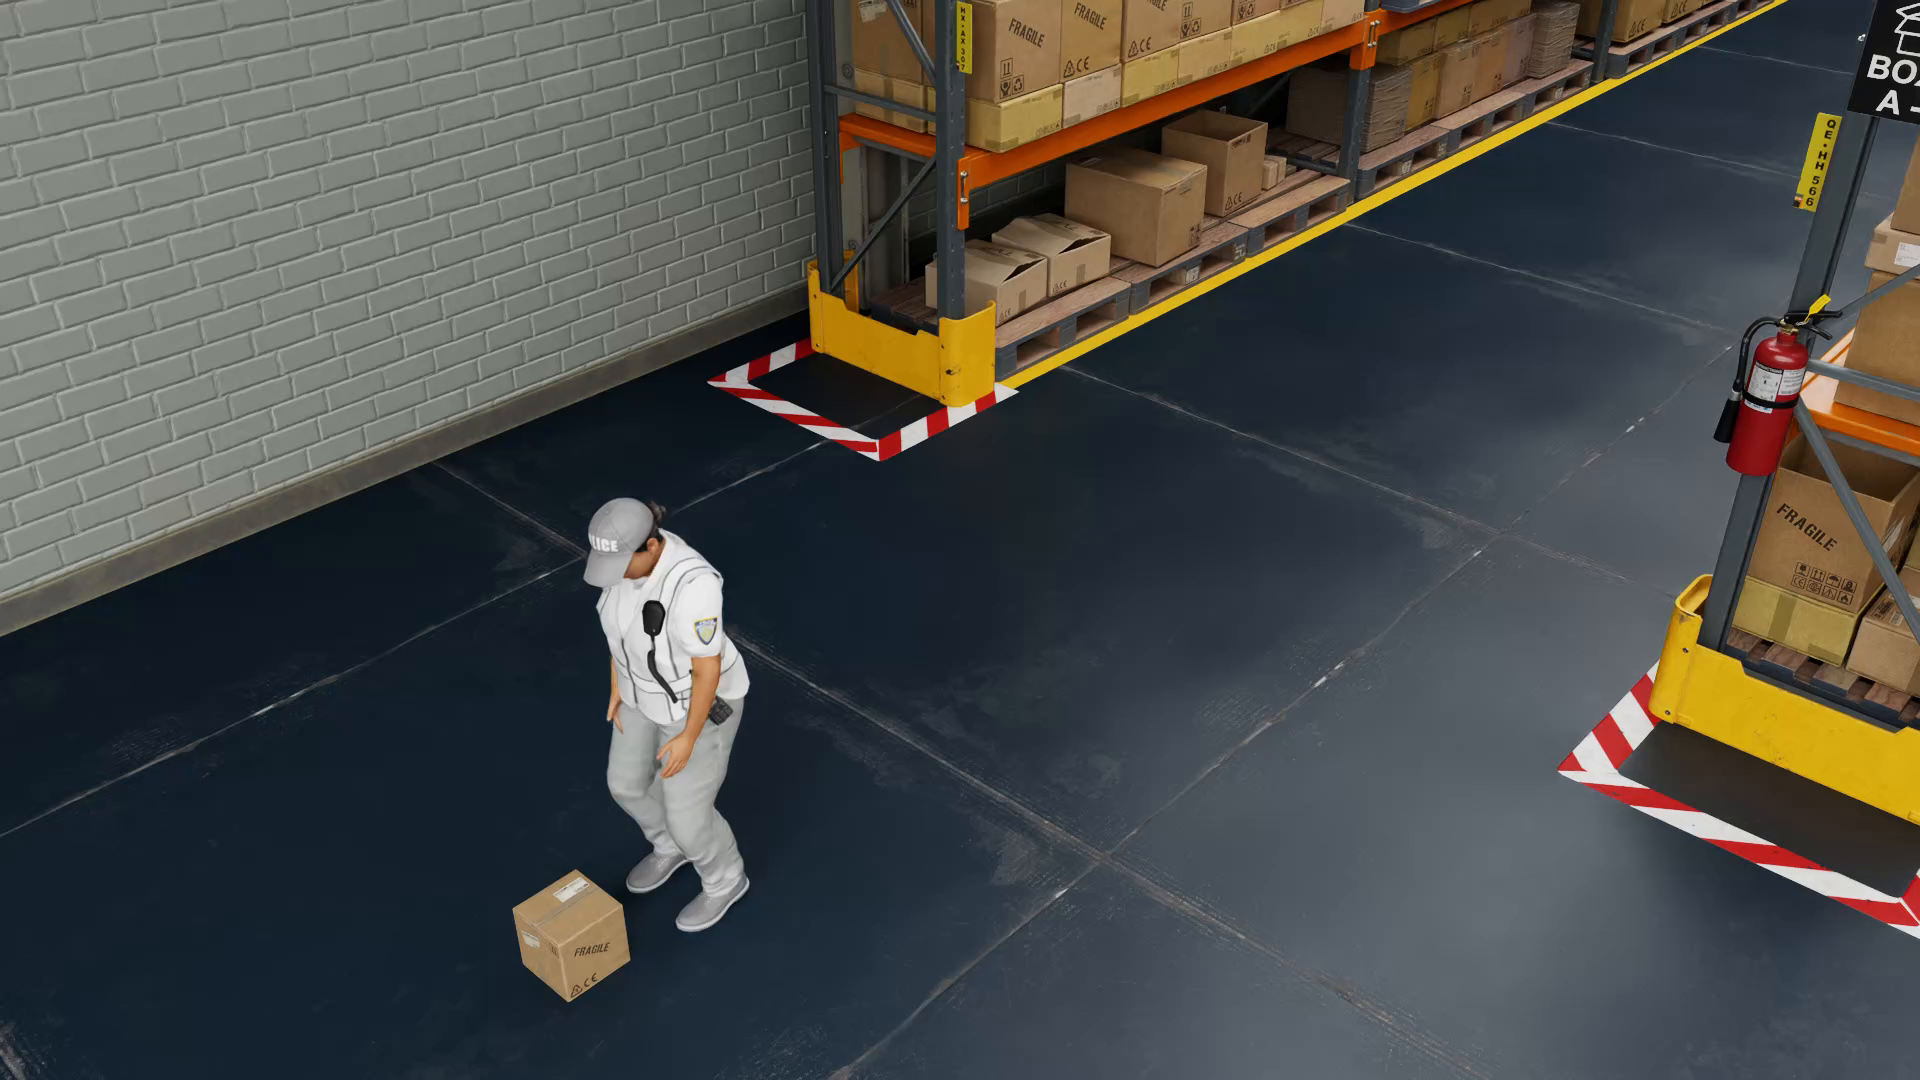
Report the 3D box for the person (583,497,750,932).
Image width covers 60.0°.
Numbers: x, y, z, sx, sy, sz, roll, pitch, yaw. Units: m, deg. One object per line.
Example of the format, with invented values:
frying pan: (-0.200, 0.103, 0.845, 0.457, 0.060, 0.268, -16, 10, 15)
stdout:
person: (-0.923, 0.538, 5.321, 0.500, 1.610, 0.496, 27, 40, 36)
